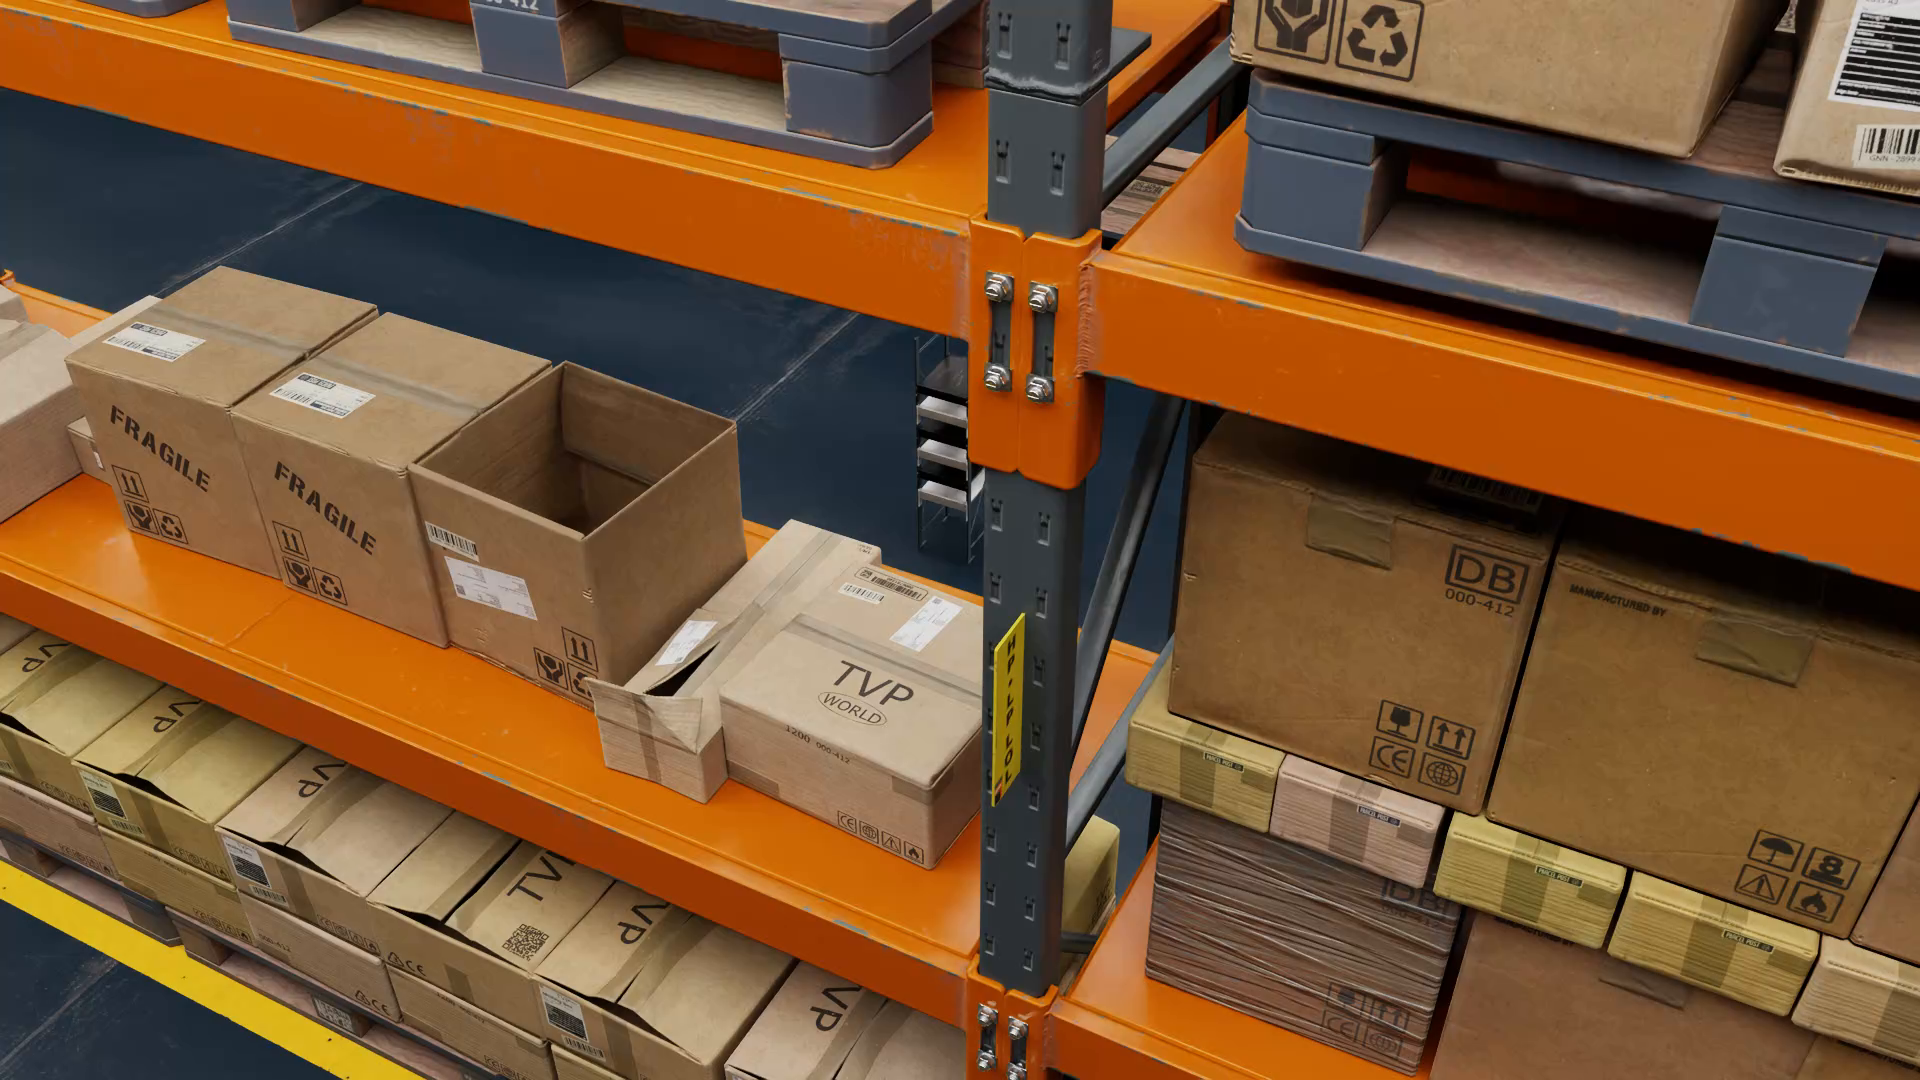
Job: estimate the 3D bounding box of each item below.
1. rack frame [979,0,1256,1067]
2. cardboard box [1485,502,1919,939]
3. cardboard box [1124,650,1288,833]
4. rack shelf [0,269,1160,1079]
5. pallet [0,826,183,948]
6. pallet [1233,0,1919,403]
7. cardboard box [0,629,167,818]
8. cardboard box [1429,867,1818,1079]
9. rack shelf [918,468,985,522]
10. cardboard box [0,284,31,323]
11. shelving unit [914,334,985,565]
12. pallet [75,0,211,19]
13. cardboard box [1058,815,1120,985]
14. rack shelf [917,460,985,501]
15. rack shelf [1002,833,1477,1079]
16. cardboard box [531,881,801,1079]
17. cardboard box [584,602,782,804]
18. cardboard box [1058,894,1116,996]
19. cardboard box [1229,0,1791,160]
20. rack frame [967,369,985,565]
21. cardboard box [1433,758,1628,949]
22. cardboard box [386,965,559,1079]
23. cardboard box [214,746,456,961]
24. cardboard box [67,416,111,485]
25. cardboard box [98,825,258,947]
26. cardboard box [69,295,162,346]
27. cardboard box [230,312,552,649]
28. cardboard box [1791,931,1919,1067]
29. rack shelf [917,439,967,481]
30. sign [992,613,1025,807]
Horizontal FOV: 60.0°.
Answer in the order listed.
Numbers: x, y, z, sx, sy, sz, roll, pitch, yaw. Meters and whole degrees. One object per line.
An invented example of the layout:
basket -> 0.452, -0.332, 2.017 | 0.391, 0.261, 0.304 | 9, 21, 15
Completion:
rack frame -> 0.315, 0.397, 3.246 | 0.127, 3.000, 1.000 | 17, 41, 21
cardboard box -> 1.162, 0.100, 2.481 | 0.500, 0.500, 0.700 | 17, 40, 21
cardboard box -> 0.465, 0.278, 2.784 | 0.250, 0.149, 0.380 | 17, 41, 21
rack shelf -> -1.460, 0.128, 4.196 | 4.000, 0.370, 1.077 | 17, 41, 21
pallet -> -2.523, 0.645, 5.225 | 1.213, 0.211, 1.003 | 17, 41, 21
pallet -> 1.085, -0.539, 2.072 | 1.213, 0.211, 1.003 | 17, 41, 21
cardboard box -> -2.436, 0.434, 4.660 | 0.500, 0.311, 0.500 | 16, 40, 20
cardboard box -> 1.184, 0.620, 2.869 | 0.500, 0.500, 0.700 | 17, 40, 21
rack shelf -> -0.007, -0.191, 6.110 | 0.200, 0.077, 0.258 | 17, 41, 21
cardboard box -> -2.934, -0.555, 4.574 | 0.500, 0.311, 0.500 | 20, 42, 24
shelving unit -> -0.007, -0.361, 5.981 | 0.210, 0.900, 0.258 | 17, 41, 21
pallet -> -1.598, -1.385, 3.268 | 1.213, 0.211, 1.003 | 19, 41, 24
cardboard box -> 0.063, 0.853, 4.108 | 0.500, 0.311, 0.500 | 18, 41, 22
rack shelf -> -0.007, -0.262, 6.055 | 0.200, 0.077, 0.258 | 17, 41, 21
rack shelf -> 2.091, 1.240, 2.731 | 4.000, 0.370, 1.077 | 17, 41, 21
cardboard box -> -0.641, 1.002, 3.913 | 0.500, 0.311, 0.500 | 19, 41, 23
cardboard box -> -0.550, 0.305, 3.479 | 0.258, 0.266, 0.396 | 16, 40, 20
cardboard box -> 0.071, 1.080, 4.273 | 0.500, 0.250, 0.500 | 16, 40, 20
cardboard box -> 0.642, -0.779, 1.768 | 0.500, 0.500, 0.500 | 21, 42, 25
rack frame -> 0.083, -0.332, 5.944 | 0.006, 0.900, 0.240 | 17, 41, 21
cardboard box -> 0.918, 0.418, 2.599 | 0.250, 0.149, 0.380 | 16, 40, 20
cardboard box -> -1.089, 1.082, 4.271 | 0.500, 0.250, 0.500 | 18, 41, 22
cardboard box -> -1.527, 0.720, 4.284 | 0.500, 0.311, 0.500 | 17, 40, 21
cardboard box -> -2.078, -0.291, 4.360 | 0.250, 0.149, 0.380 | 20, 42, 25
cardboard box -> -1.995, 0.797, 4.646 | 0.500, 0.250, 0.500 | 16, 40, 20
cardboard box -> -2.311, -0.513, 4.653 | 0.250, 0.149, 0.380 | 17, 41, 21
cardboard box -> -1.272, -0.151, 3.885 | 0.500, 0.500, 0.500 | 17, 41, 22
cardboard box -> 1.373, 0.561, 2.411 | 0.250, 0.149, 0.380 | 16, 40, 20
rack shelf -> -0.007, -0.334, 6.001 | 0.200, 0.077, 0.258 | 17, 41, 21
sign -> 0.075, 0.261, 2.532 | 0.005, 0.325, 0.100 | 17, 41, 21
